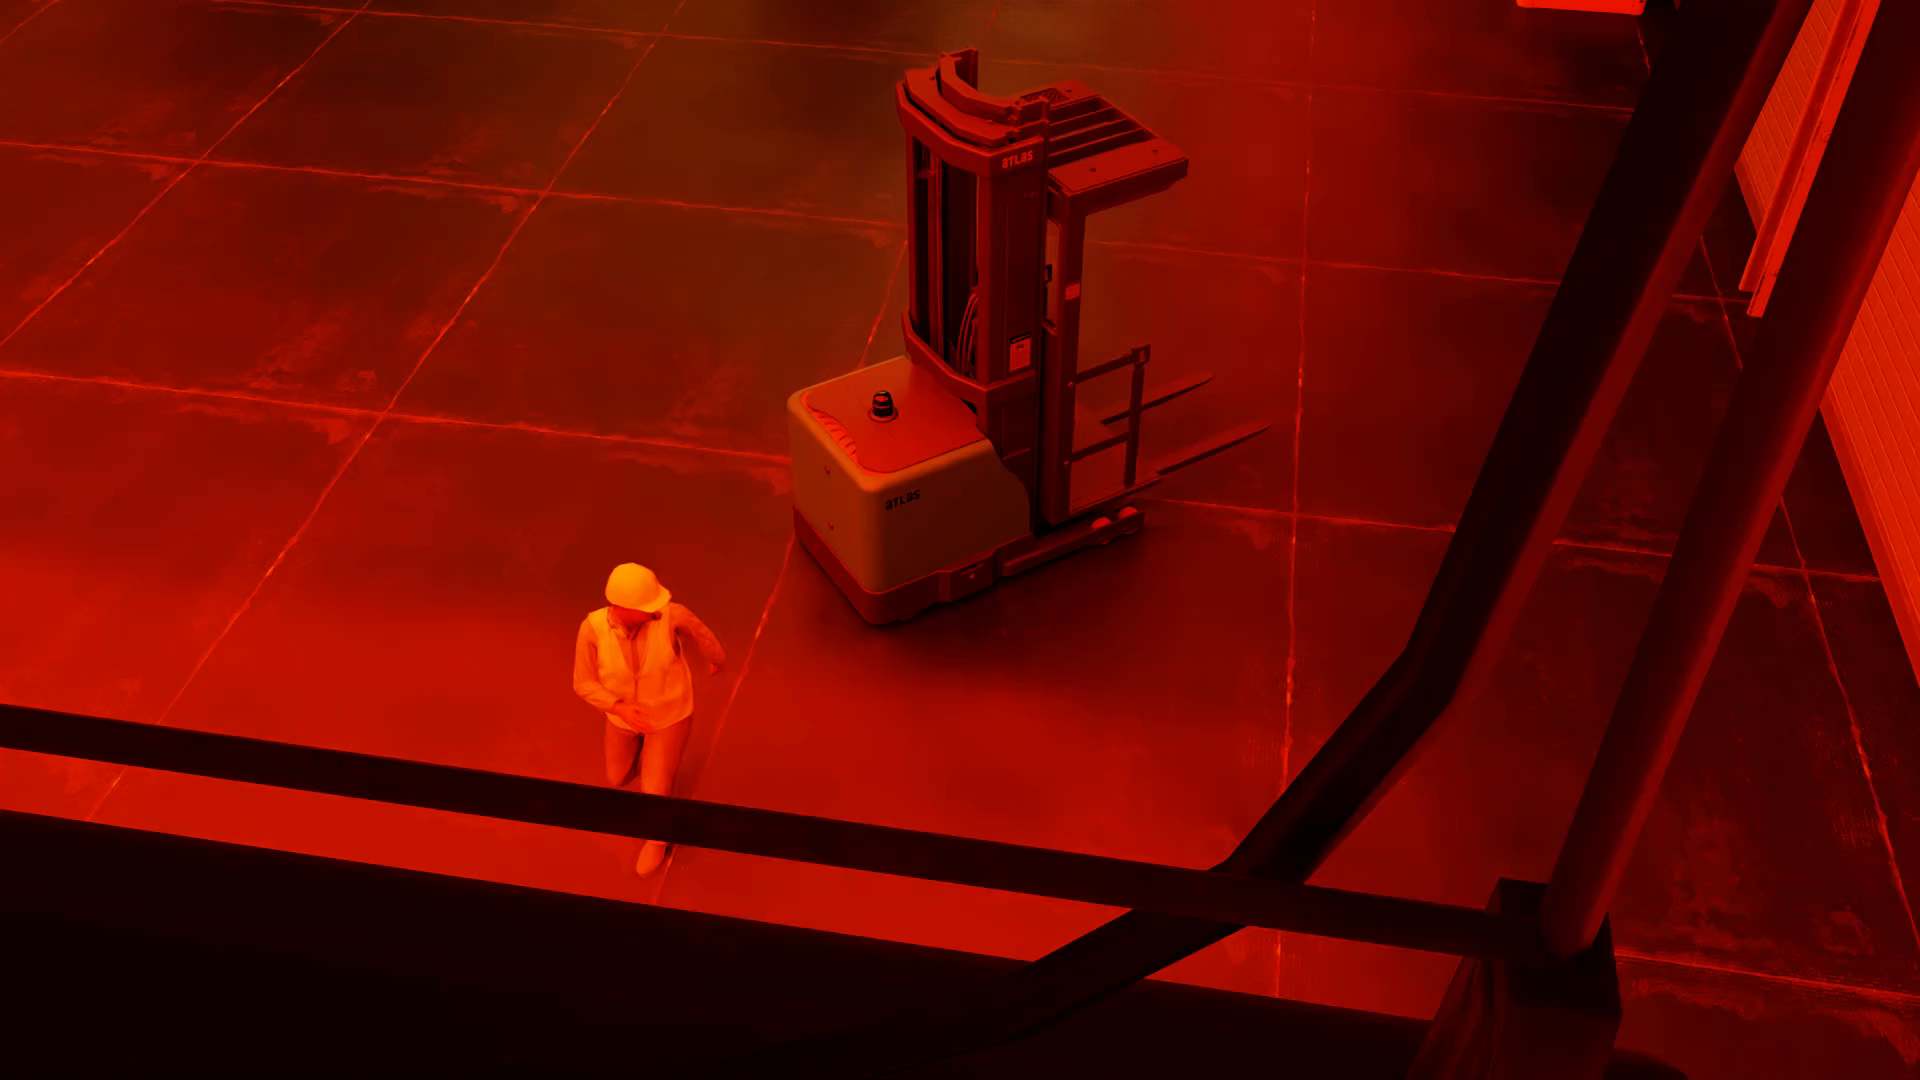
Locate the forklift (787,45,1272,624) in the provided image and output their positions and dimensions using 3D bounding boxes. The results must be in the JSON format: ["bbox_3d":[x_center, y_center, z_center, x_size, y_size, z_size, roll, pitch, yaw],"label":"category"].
[{"bbox_3d":[0.529,-1.353,9.433,3.031,2.935,1.130,-22,45,-23],"label":"forklift"}]

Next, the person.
[{"bbox_3d":[-1.482,0.775,7.953,0.582,1.692,0.824,6,41,7],"label":"person"}]
